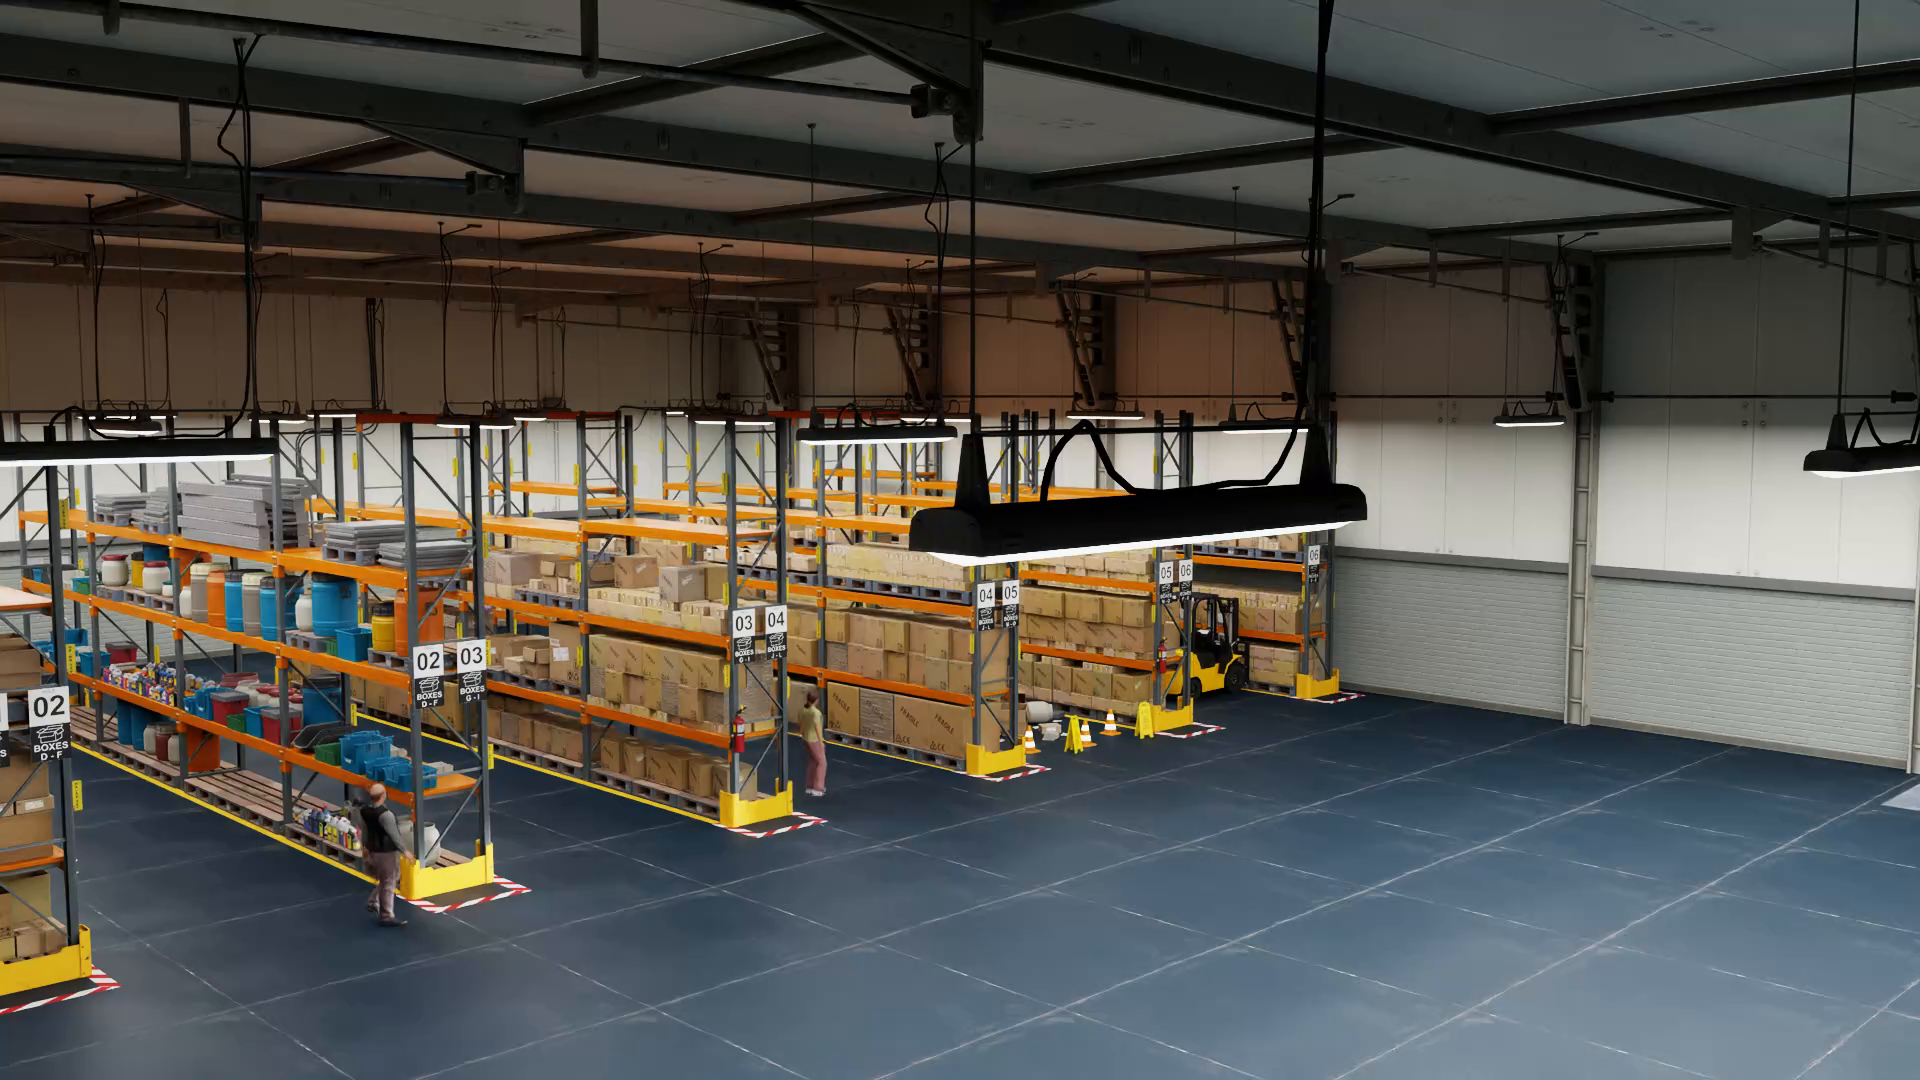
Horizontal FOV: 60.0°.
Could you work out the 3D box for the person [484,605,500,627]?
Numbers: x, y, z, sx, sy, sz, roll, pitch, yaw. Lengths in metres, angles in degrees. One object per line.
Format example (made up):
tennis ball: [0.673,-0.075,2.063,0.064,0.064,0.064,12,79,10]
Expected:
person: [-11.416,2.059,40.323,0.518,1.560,0.379,-2,5,-26]

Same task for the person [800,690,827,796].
person: [-2.327,3.243,26.471,0.354,1.724,0.489,-2,6,-26]

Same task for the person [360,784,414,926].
person: [-6.875,3.753,19.935,0.546,1.724,0.614,-3,6,-30]
